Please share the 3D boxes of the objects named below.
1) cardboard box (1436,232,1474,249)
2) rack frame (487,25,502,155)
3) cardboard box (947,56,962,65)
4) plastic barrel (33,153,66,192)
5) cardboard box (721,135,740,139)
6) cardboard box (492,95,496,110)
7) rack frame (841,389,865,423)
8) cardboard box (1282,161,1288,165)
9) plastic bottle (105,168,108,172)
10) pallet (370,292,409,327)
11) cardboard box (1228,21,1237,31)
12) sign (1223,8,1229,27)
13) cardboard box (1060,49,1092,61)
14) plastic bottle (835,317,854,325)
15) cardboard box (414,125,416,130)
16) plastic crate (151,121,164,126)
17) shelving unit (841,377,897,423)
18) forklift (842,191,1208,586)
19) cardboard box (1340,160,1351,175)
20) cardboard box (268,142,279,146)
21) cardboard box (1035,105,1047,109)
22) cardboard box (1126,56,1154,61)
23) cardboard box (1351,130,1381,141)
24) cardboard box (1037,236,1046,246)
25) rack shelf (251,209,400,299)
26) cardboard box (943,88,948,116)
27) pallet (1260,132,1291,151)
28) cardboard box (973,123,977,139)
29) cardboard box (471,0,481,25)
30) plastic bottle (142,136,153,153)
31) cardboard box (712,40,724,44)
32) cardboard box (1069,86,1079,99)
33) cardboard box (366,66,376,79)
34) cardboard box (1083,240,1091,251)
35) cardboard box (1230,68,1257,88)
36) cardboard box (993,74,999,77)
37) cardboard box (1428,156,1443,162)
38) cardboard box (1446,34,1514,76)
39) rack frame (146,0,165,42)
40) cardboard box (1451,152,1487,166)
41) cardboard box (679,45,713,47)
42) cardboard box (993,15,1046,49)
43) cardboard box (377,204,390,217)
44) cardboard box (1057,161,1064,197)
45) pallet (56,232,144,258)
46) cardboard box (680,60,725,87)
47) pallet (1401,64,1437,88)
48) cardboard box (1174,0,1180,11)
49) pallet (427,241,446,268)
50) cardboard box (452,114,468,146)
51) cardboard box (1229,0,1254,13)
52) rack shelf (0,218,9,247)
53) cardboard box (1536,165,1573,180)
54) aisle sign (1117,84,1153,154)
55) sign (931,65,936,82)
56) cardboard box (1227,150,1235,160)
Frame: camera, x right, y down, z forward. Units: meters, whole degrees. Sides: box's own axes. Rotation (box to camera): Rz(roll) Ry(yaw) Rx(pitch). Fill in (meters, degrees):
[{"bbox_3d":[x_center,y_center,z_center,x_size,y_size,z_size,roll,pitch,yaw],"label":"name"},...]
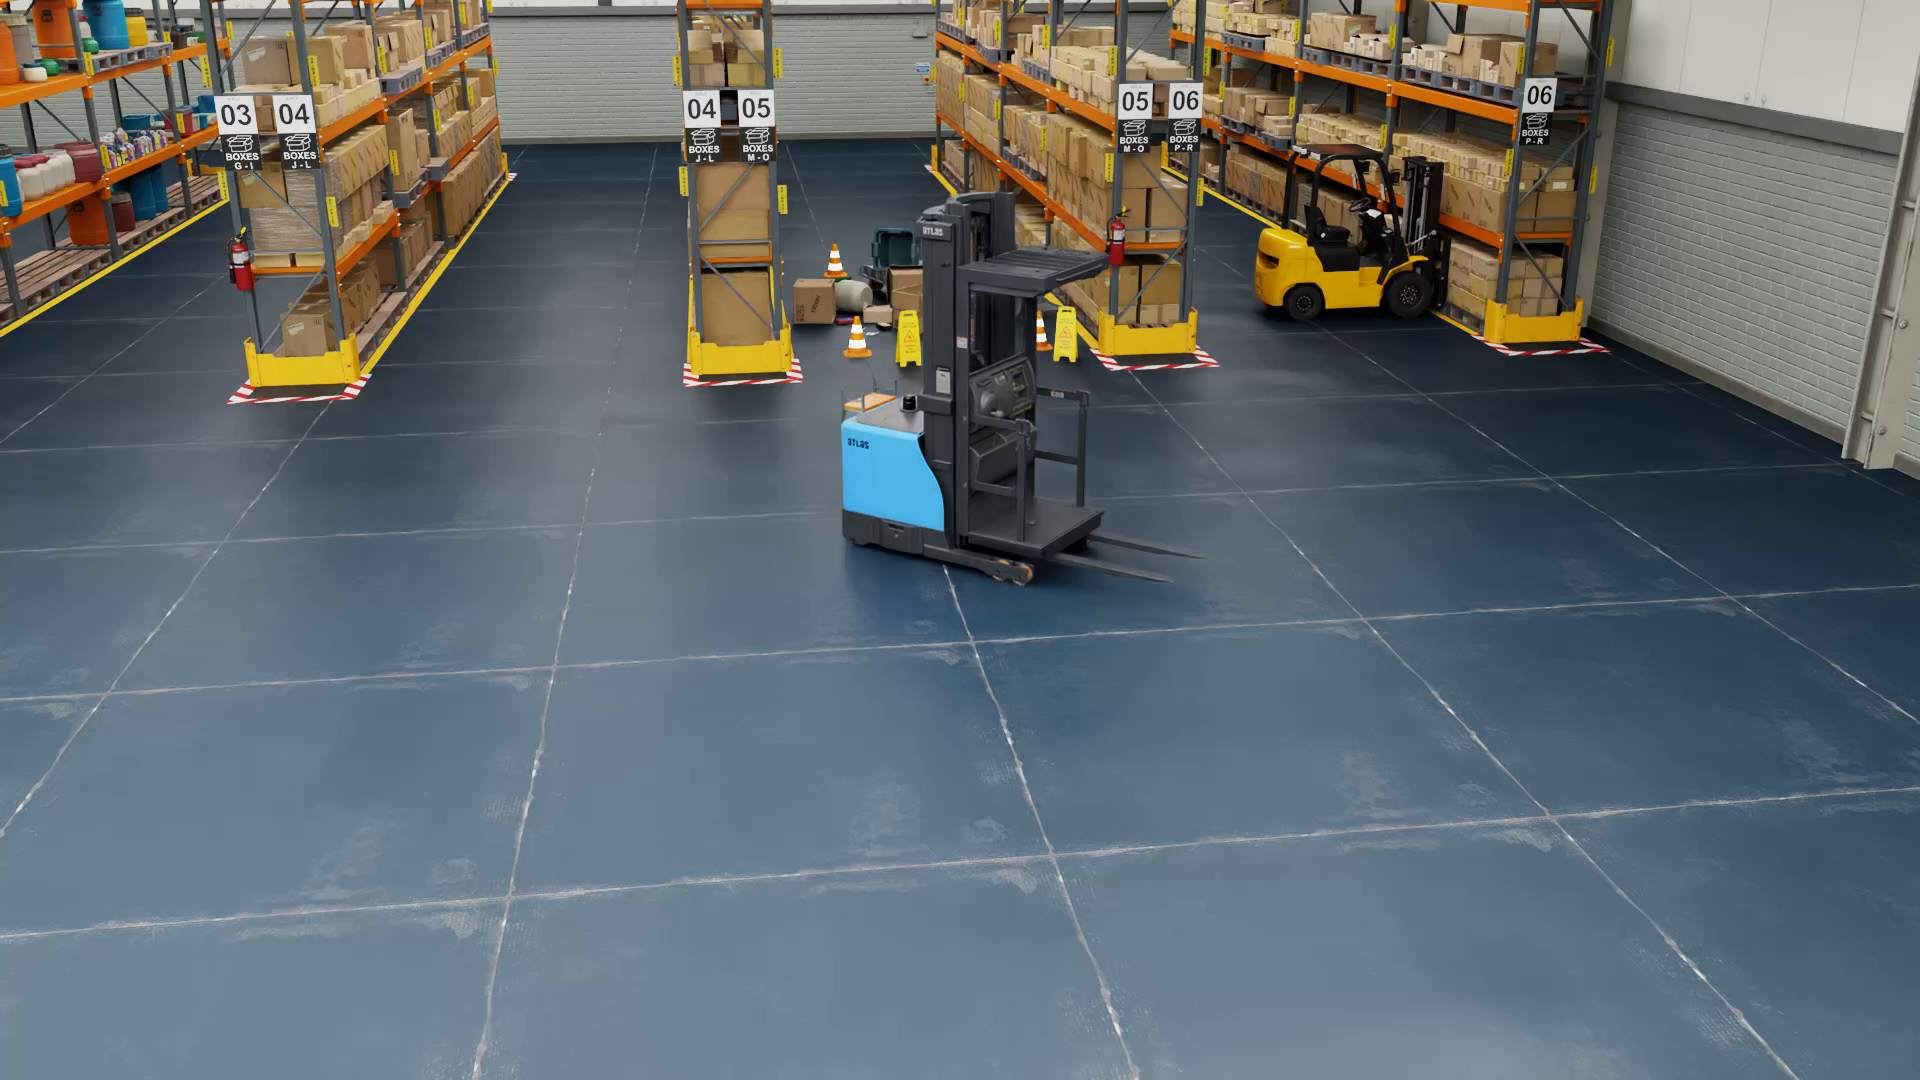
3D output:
[{"bbox_3d":[6.615,-4.004,22.550,0.500,0.250,0.500,-3,21,-9],"label":"cardboard box"},{"bbox_3d":[-9.806,-8.745,33.343,1.000,3.000,0.127,-3,21,-8],"label":"rack frame"},{"bbox_3d":[-0.041,-9.388,32.565,0.380,0.149,0.250,-3,21,-9],"label":"cardboard box"},{"bbox_3d":[-13.134,-5.286,23.923,0.421,0.512,0.421,0,20,0],"label":"plastic barrel"},{"bbox_3d":[-2.998,-4.873,21.220,0.875,0.550,0.550,-3,21,-8],"label":"cardboard box"},{"bbox_3d":[-9.474,-8.660,32.904,0.500,0.250,0.500,-3,21,-9],"label":"cardboard box"},{"bbox_3d":[-0.914,-0.708,14.393,0.240,1.200,0.015,12,24,30],"label":"rack frame"},{"bbox_3d":[6.062,-6.793,30.162,0.380,0.149,0.250,-4,21,-10],"label":"cardboard box"},{"bbox_3d":[-13.297,-5.833,25.724,0.152,0.276,0.135,-3,21,-8],"label":"plastic bottle"},{"bbox_3d":[-7.945,-3.053,22.089,1.003,0.211,1.213,-3,21,-8],"label":"pallet"},{"bbox_3d":[5.141,-9.428,30.500,0.380,0.149,0.250,-3,21,-7],"label":"cardboard box"},{"bbox_3d":[4.952,-9.729,30.951,0.100,0.325,0.005,-3,21,-8],"label":"sign"},{"bbox_3d":[1.548,-6.445,22.117,0.380,0.149,0.250,-4,21,-10],"label":"cardboard box"},{"bbox_3d":[-1.486,-2.877,21.832,0.283,0.061,0.133,-11,23,-26],"label":"plastic bottle"},{"bbox_3d":[-8.536,-6.034,25.341,0.500,0.500,0.500,-6,21,-14],"label":"cardboard box"},{"bbox_3d":[-14.679,-7.602,30.575,0.293,0.136,0.466,-3,21,-8],"label":"plastic crate"},{"bbox_3d":[-0.784,-0.780,14.587,0.258,1.200,0.503,12,24,30],"label":"shelving unit"},{"bbox_3d":[0.521,-1.222,13.299,3.031,2.935,1.130,12,24,30],"label":"forklift"},{"bbox_3d":[6.191,-5.780,25.618,0.500,0.250,0.500,-3,21,-7],"label":"cardboard box"},{"bbox_3d":[-8.035,-4.557,20.134,0.500,0.500,0.500,-3,21,-8],"label":"cardboard box"},{"bbox_3d":[1.494,-6.714,26.738,0.500,0.500,0.500,-4,21,-9],"label":"cardboard box"},{"bbox_3d":[2.269,-6.028,21.000,0.380,0.149,0.250,-2,21,-7],"label":"cardboard box"},{"bbox_3d":[6.189,-6.153,25.334,0.380,0.149,0.250,-3,21,-9],"label":"cardboard box"},{"bbox_3d":[1.652,-4.237,24.429,0.950,0.372,0.625,-3,21,-7],"label":"cardboard box"},{"bbox_3d":[-7.788,-3.561,20.491,1.077,0.370,4.000,-3,21,-8],"label":"rack shelf"},{"bbox_3d":[-0.059,-8.760,33.241,0.500,0.500,0.500,-3,21,-8],"label":"cardboard box"},{"bbox_3d":[5.898,-6.868,28.591,1.213,0.211,1.003,-3,21,-8],"label":"pallet"},{"bbox_3d":[0.513,-7.267,29.599,0.500,0.250,0.500,-3,21,-8],"label":"cardboard box"},{"bbox_3d":[-9.678,-10.263,32.235,0.700,0.500,0.500,-4,21,-11],"label":"cardboard box"},{"bbox_3d":[-13.629,-6.631,27.860,0.152,0.276,0.135,-3,21,-8],"label":"plastic bottle"},{"bbox_3d":[-3.624,-7.008,23.790,0.500,0.311,0.500,-4,21,-10],"label":"cardboard box"},{"bbox_3d":[1.631,-5.806,21.547,0.380,0.149,0.250,-3,21,-9],"label":"cardboard box"},{"bbox_3d":[-7.744,-6.014,21.388,0.380,0.149,0.250,-2,21,-6],"label":"cardboard box"},{"bbox_3d":[1.781,-3.744,21.284,0.380,0.149,0.250,-3,21,-7],"label":"cardboard box"},{"bbox_3d":[5.537,-9.061,32.906,0.500,0.500,0.500,-3,21,-9],"label":"cardboard box"},{"bbox_3d":[0.890,-8.233,30.400,0.500,0.500,0.500,-2,21,-6],"label":"cardboard box"},{"bbox_3d":[6.583,-5.124,22.578,0.380,0.149,0.250,-4,21,-9],"label":"cardboard box"},{"bbox_3d":[6.818,-6.359,21.777,0.797,0.503,0.637,-2,21,-6],"label":"cardboard box"},{"bbox_3d":[-14.131,-9.921,27.916,1.000,3.000,0.127,-3,21,-8],"label":"rack frame"},{"bbox_3d":[6.675,-4.997,21.813,0.380,0.149,0.250,-3,21,-7],"label":"cardboard box"},{"bbox_3d":[-3.033,-5.600,19.111,0.380,0.149,0.250,-3,21,-7],"label":"cardboard box"},{"bbox_3d":[0.950,-8.248,26.978,0.797,0.503,0.637,-4,21,-11],"label":"cardboard box"},{"bbox_3d":[-7.728,-4.326,21.870,0.380,0.149,0.250,-3,21,-8],"label":"cardboard box"},{"bbox_3d":[1.613,-4.937,22.580,0.500,0.500,0.500,-3,21,-8],"label":"cardboard box"},{"bbox_3d":[-13.709,-4.690,26.471,1.003,0.211,1.213,-3,21,-8],"label":"pallet"},{"bbox_3d":[-2.924,-5.294,18.861,0.500,0.250,0.500,-3,21,-7],"label":"cardboard box"},{"bbox_3d":[6.790,-6.411,22.934,1.003,0.211,1.213,-3,21,-8],"label":"pallet"},{"bbox_3d":[4.727,-11.039,34.271,0.500,0.250,0.500,-3,21,-8],"label":"cardboard box"},{"bbox_3d":[-8.542,-4.398,25.690,1.003,0.211,1.213,-3,21,-8],"label":"pallet"},{"bbox_3d":[-8.827,-7.087,28.761,0.500,0.500,0.500,-2,21,-6],"label":"cardboard box"},{"bbox_3d":[5.186,-9.854,30.624,0.396,0.266,0.258,-3,21,-8],"label":"cardboard box"},{"bbox_3d":[-12.689,-3.311,19.822,1.077,0.370,4.000,-3,21,-8],"label":"rack shelf"},{"bbox_3d":[7.381,-4.574,20.680,0.380,0.149,0.250,-3,21,-9],"label":"cardboard box"},{"bbox_3d":[2.029,-4.887,19.297,0.394,0.787,0.004,-3,21,-8],"label":"aisle sign"},{"bbox_3d":[-0.550,-9.661,34.446,0.100,0.325,0.005,-3,21,-8],"label":"sign"},{"bbox_3d":[5.277,-7.303,31.529,0.380,0.149,0.250,-2,21,-5],"label":"cardboard box"}]
